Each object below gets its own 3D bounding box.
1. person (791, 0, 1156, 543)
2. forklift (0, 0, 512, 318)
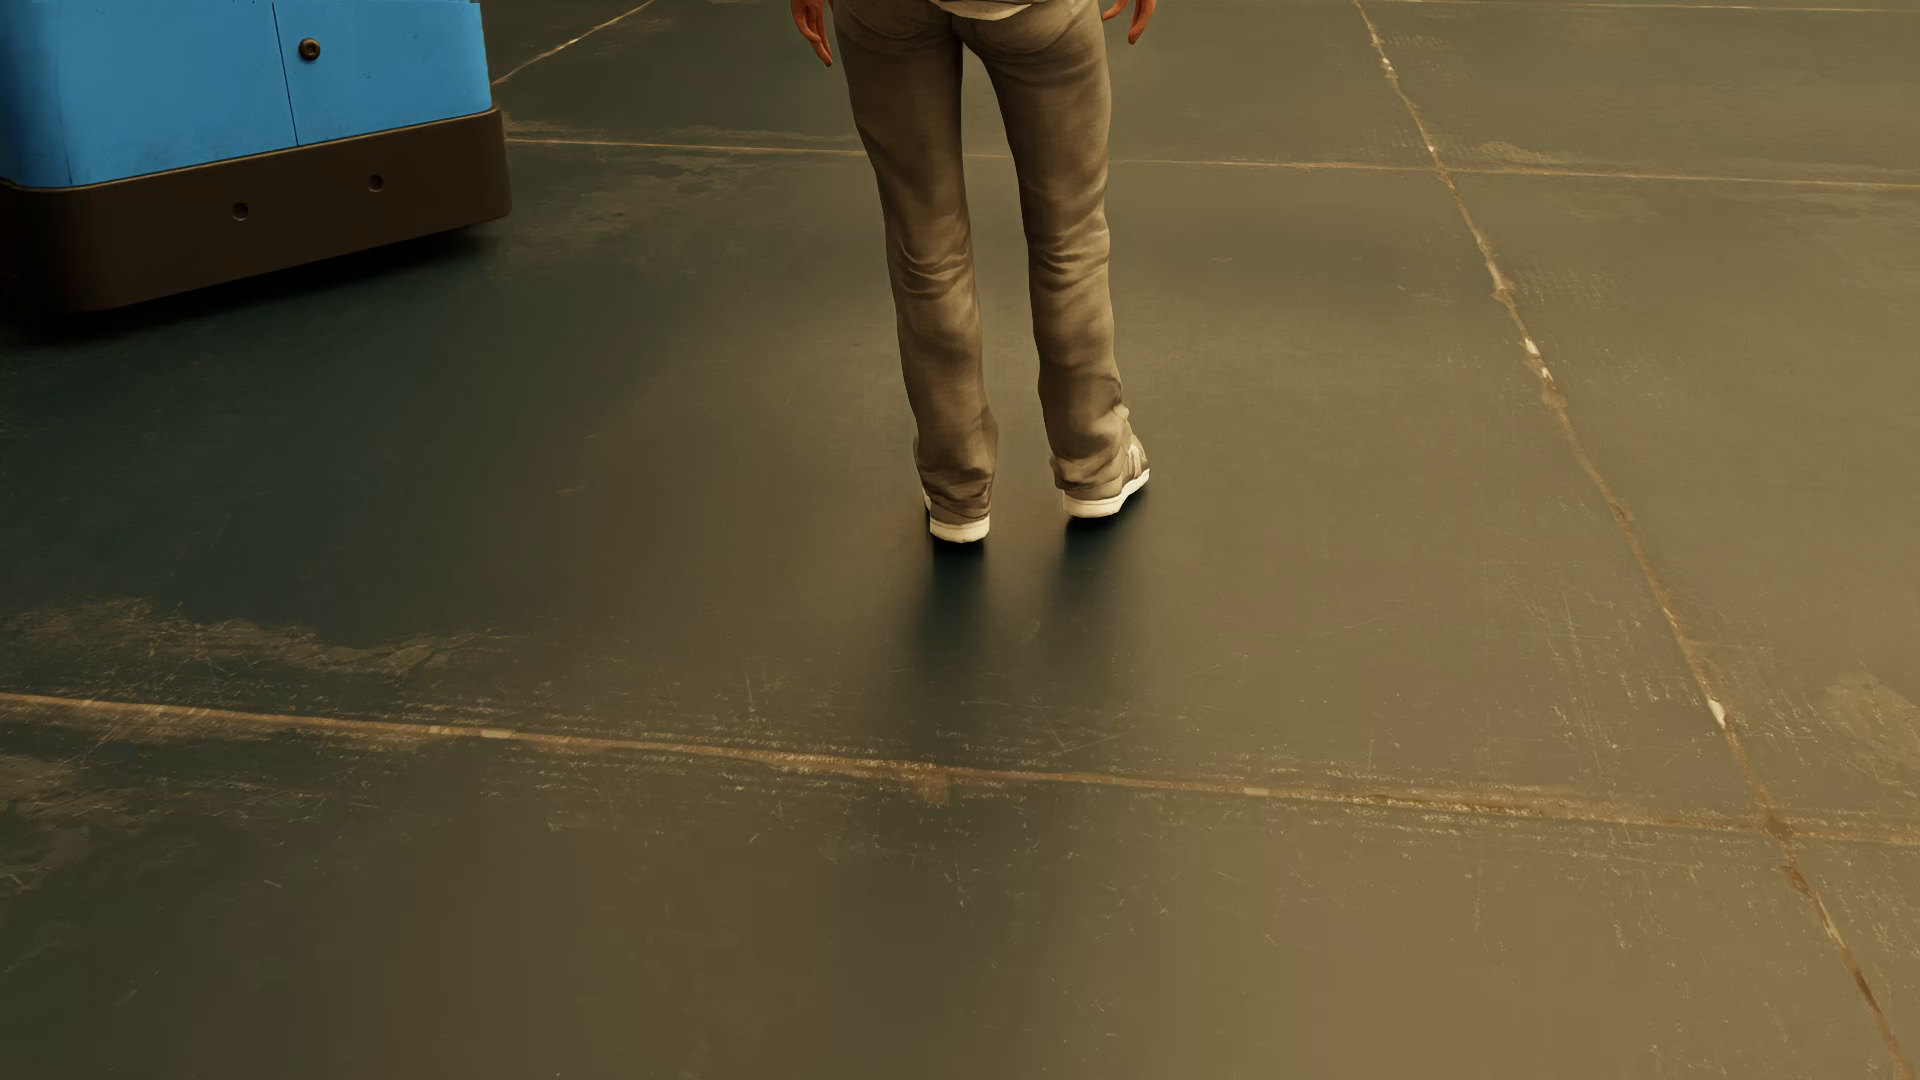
[{"bbox_3d":[0.024,-0.753,2.204,0.520,1.597,0.475,3,27,7],"label":"person"},{"bbox_3d":[-2.469,-2.297,3.820,3.031,2.935,1.130,22,34,37],"label":"forklift"}]
